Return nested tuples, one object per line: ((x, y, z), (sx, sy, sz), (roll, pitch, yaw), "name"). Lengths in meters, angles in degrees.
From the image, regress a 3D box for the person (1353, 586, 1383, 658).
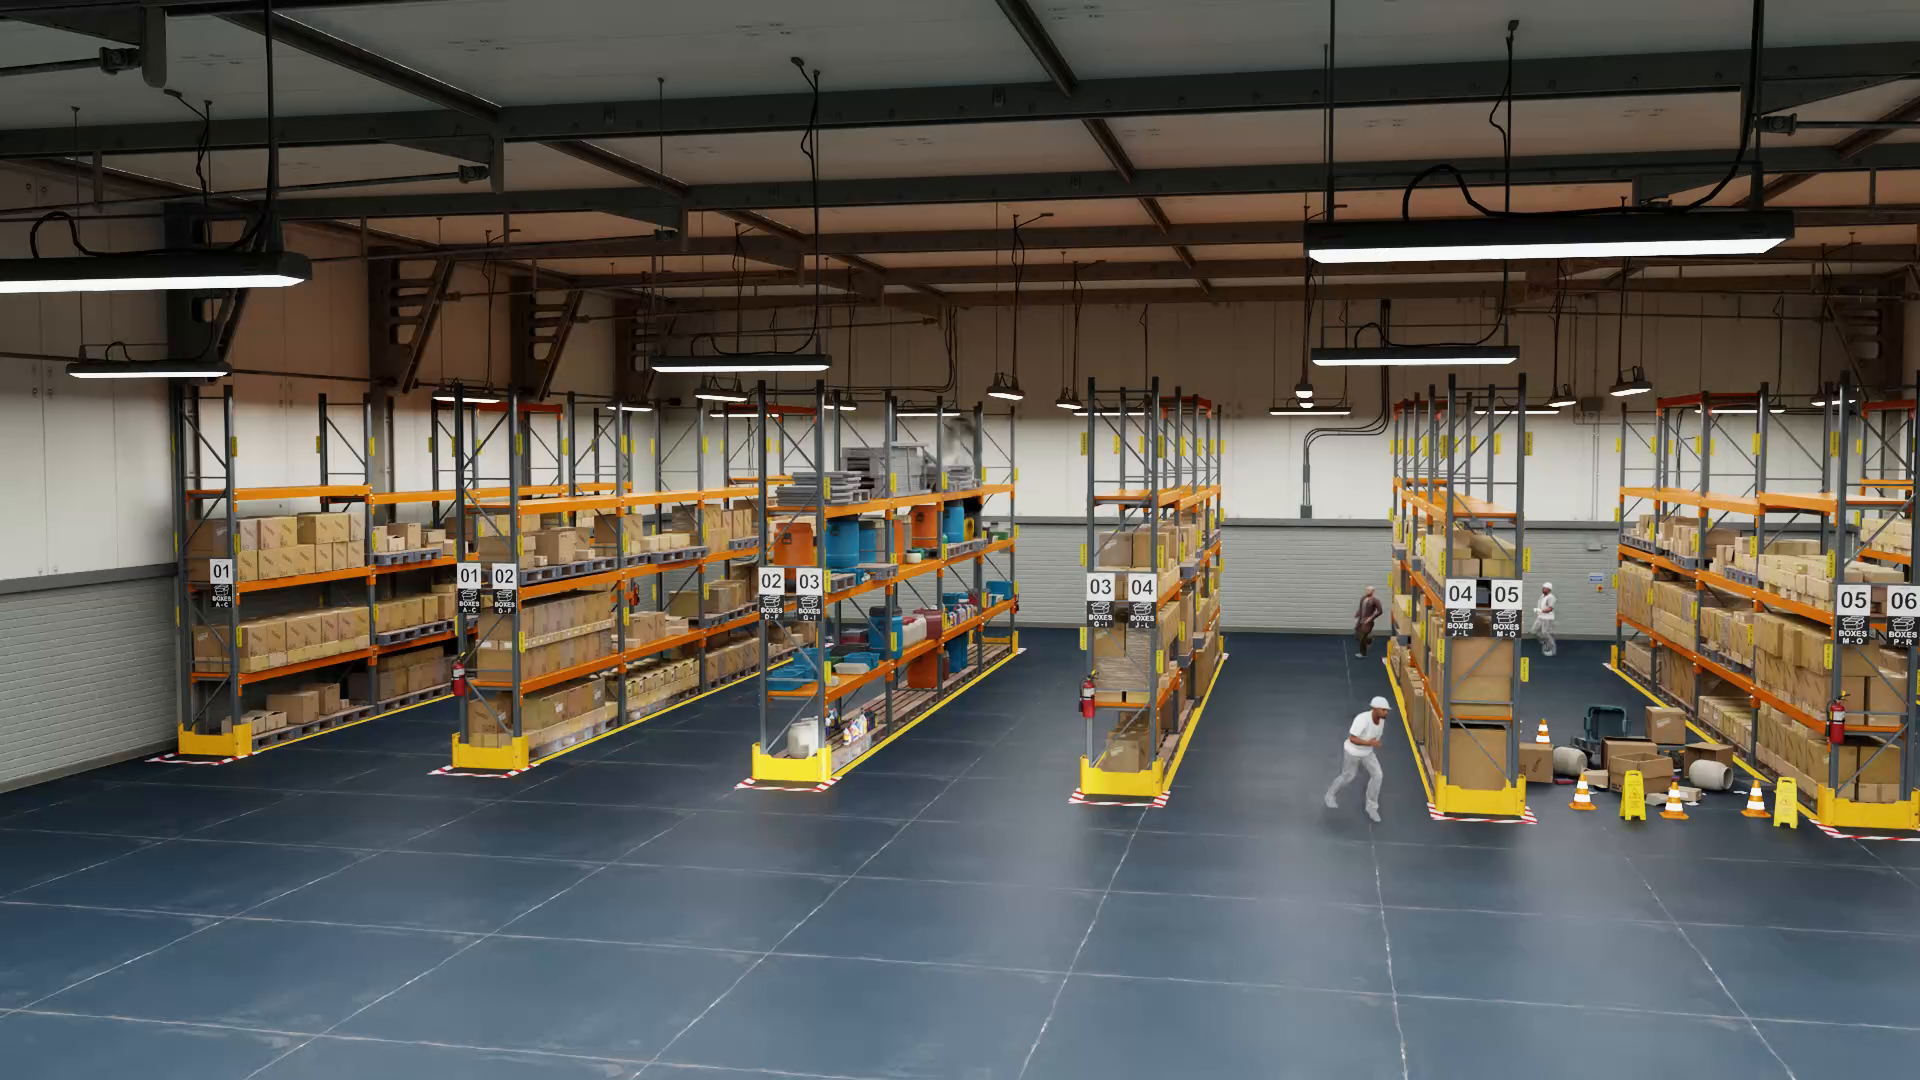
((9.705, 1.947, 39.424), (0.702, 1.726, 0.708), (-2, 4, -35), "person")

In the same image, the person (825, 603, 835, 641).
((-3.597, 1.826, 42.661), (0.841, 1.588, 0.554), (1, 3, 11), "person")

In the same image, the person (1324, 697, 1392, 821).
((5.393, 2.934, 22.524), (0.745, 1.716, 1.031), (-3, 4, -40), "person")

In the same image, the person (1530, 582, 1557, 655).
((13.962, 1.884, 39.790), (0.647, 1.742, 0.665), (0, 3, -8), "person")
